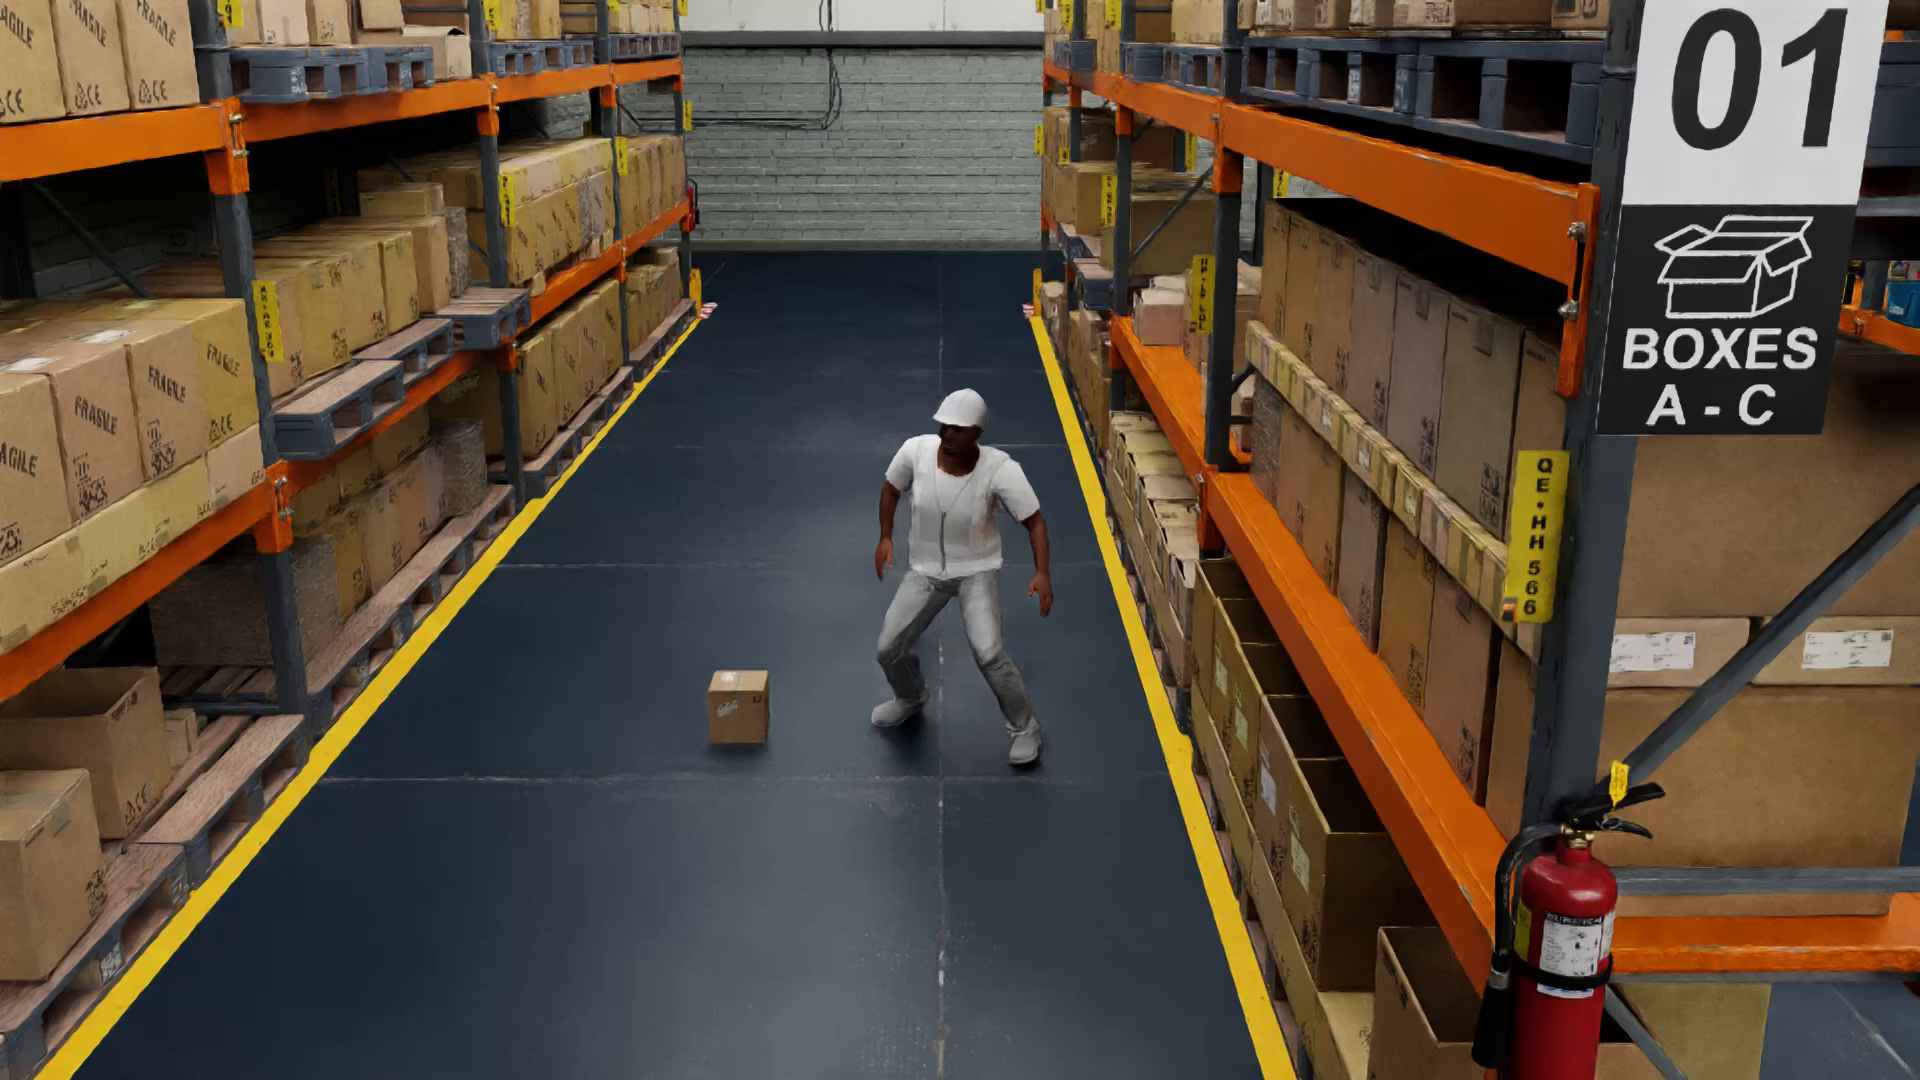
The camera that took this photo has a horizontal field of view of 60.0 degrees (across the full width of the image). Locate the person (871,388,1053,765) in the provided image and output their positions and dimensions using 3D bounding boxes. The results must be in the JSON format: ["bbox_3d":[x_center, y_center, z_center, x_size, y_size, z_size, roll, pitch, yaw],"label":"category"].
[{"bbox_3d":[-0.008,0.126,7.375,0.897,1.614,0.537,7,18,21],"label":"person"}]
